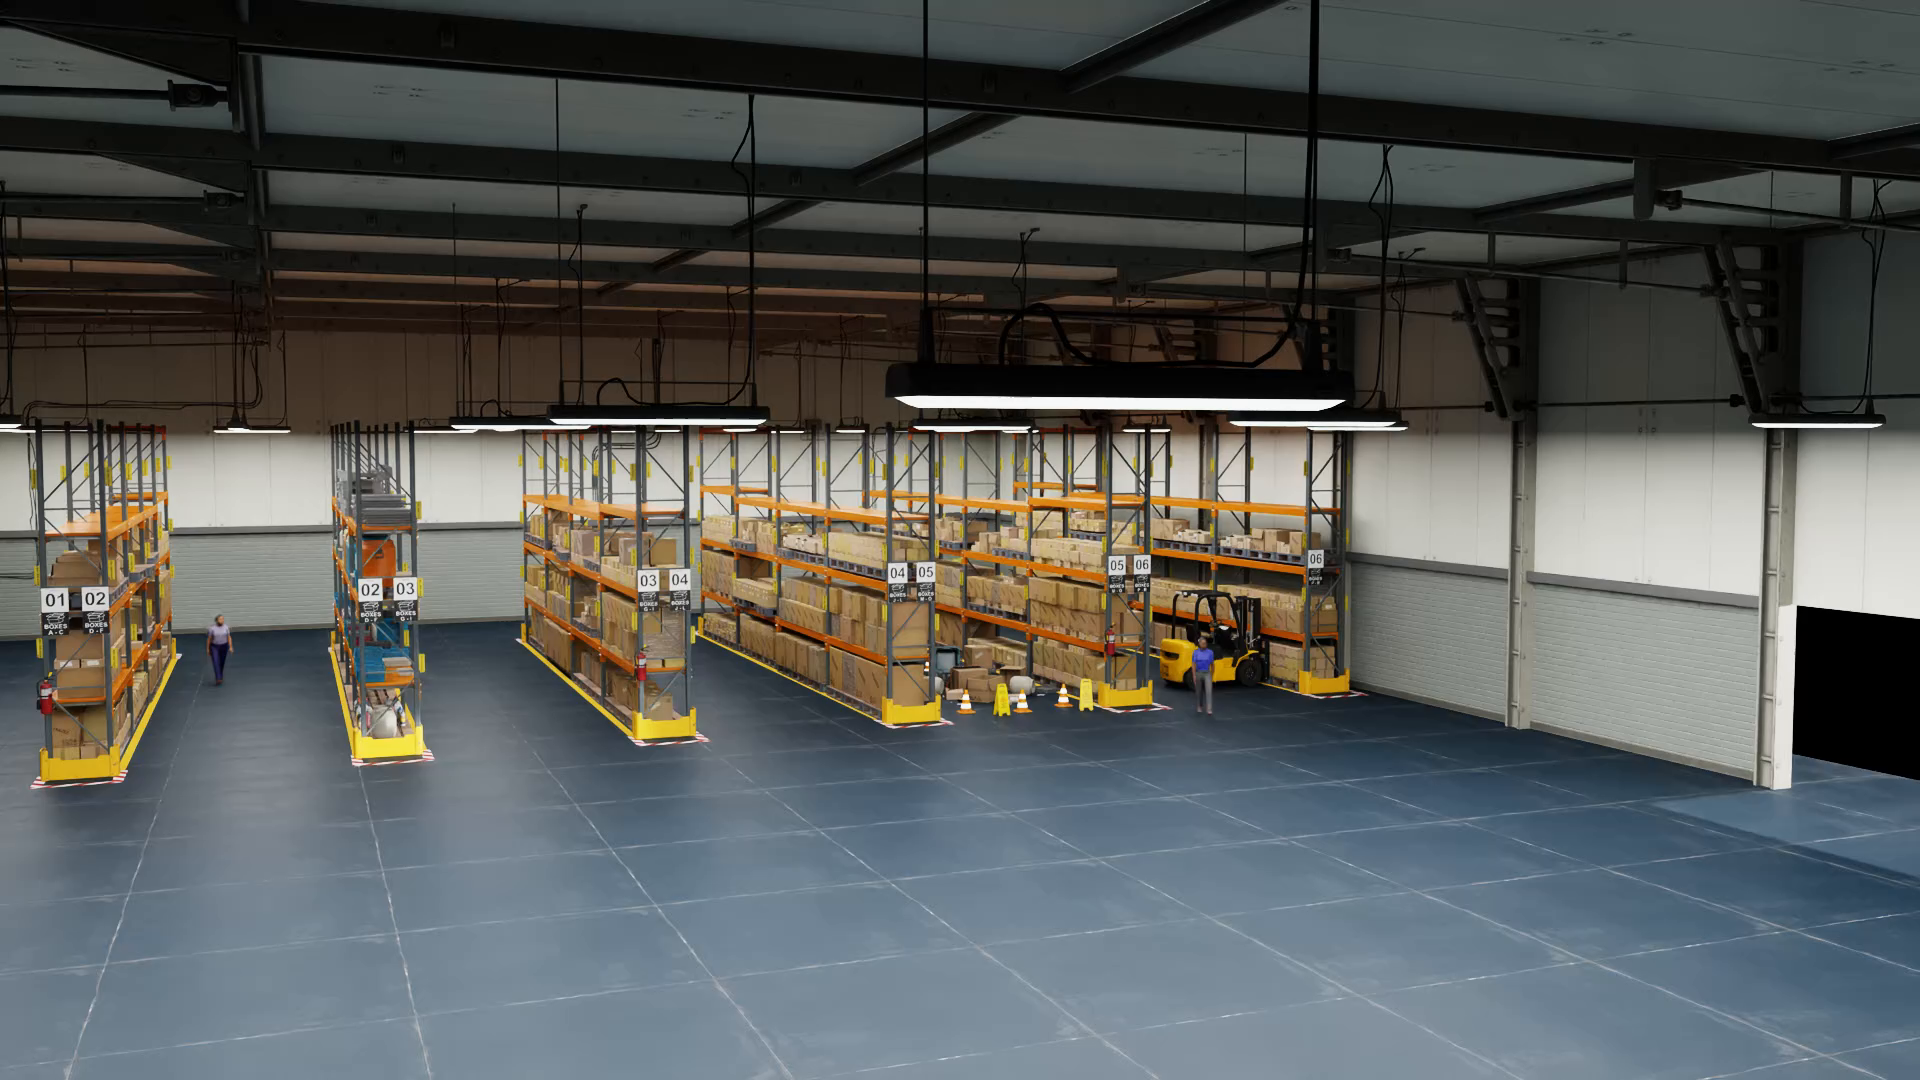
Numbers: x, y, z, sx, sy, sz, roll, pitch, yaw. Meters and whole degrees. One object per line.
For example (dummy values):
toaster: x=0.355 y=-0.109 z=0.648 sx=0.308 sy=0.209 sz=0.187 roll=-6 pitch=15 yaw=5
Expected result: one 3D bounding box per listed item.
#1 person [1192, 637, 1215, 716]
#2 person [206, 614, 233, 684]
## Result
person: x=4.981 y=2.788 z=33.962 sx=0.487 sy=1.581 sz=1.056 roll=1 pitch=4 yaw=14
person: x=-17.149 y=2.509 z=38.513 sx=0.541 sy=1.580 sz=1.059 roll=-3 pitch=4 yaw=-37
